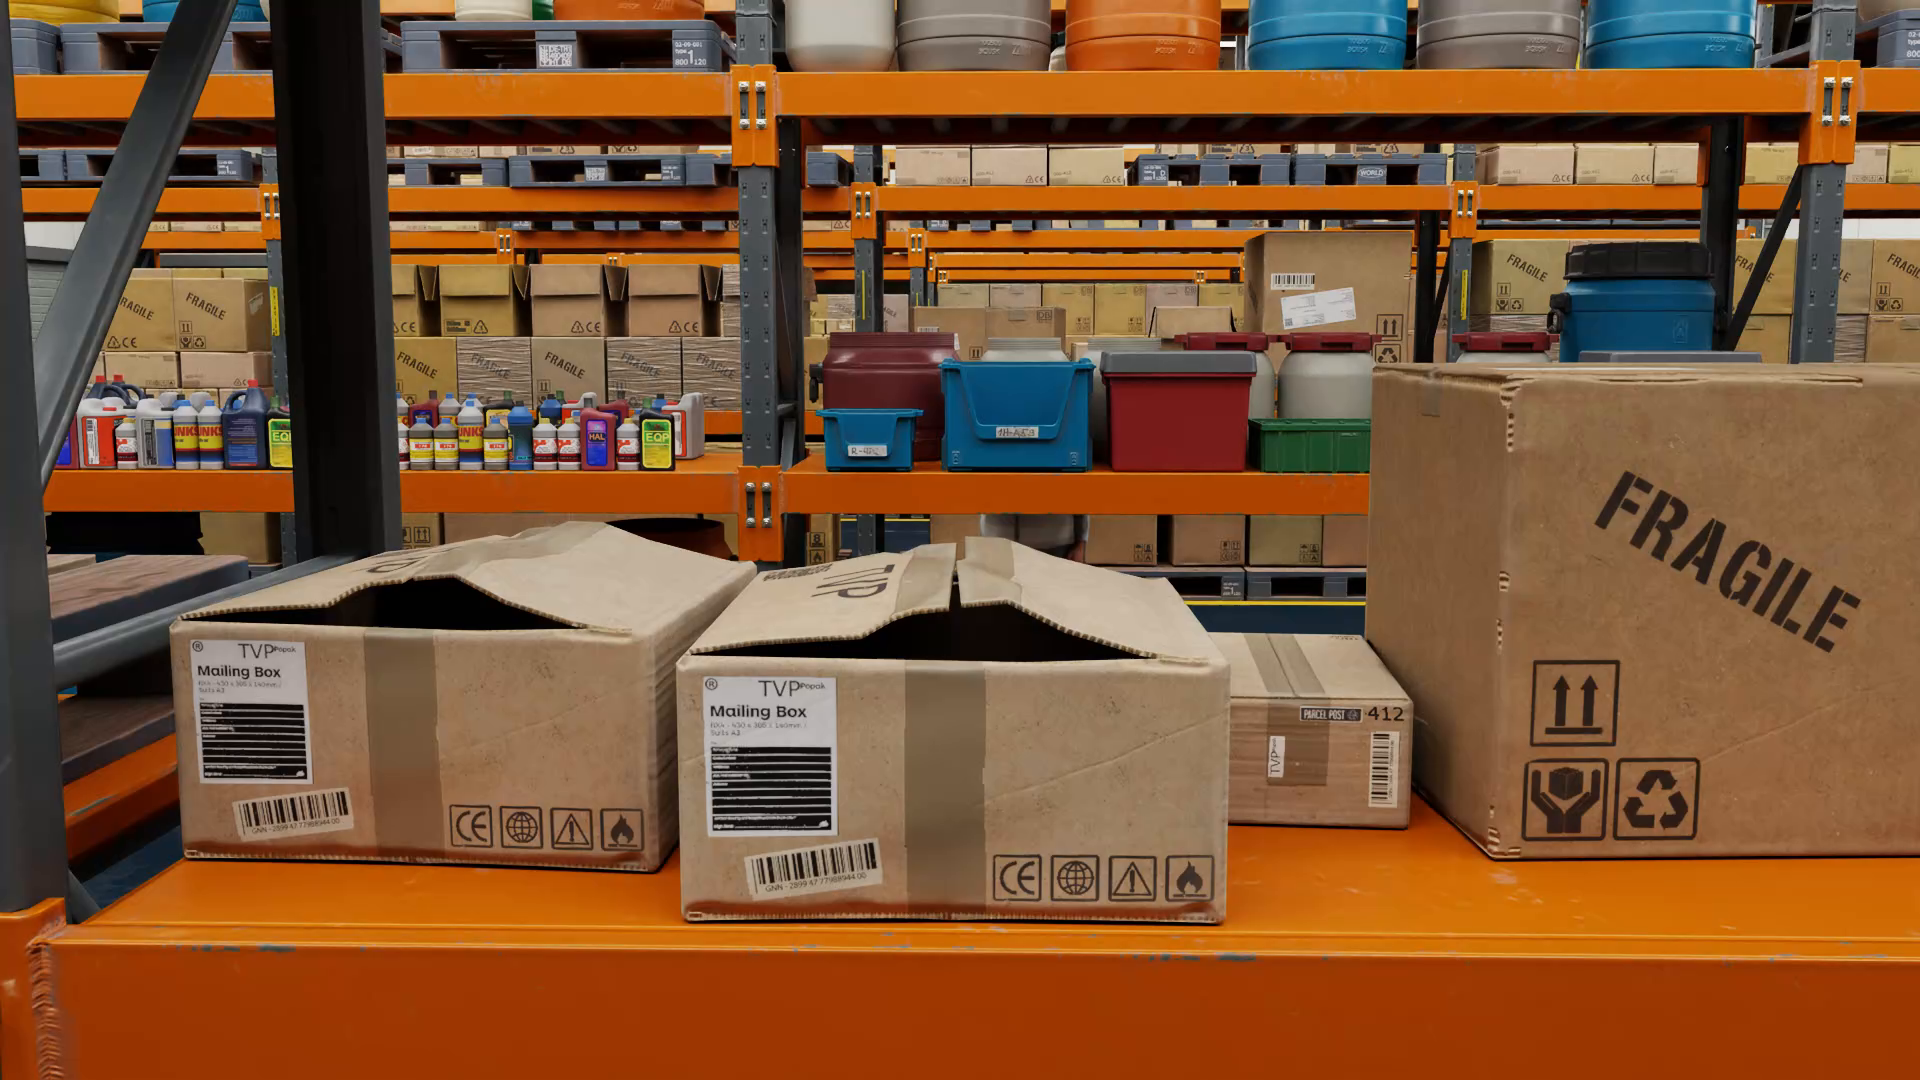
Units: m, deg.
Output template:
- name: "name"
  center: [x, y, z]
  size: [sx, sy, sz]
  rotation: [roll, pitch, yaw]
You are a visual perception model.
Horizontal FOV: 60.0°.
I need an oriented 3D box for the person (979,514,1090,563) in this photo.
- name: "person"
  center: [0.332, 0.028, 7.486]
  size: [0.533, 1.765, 0.358]
  rotation: [3, 8, 20]
